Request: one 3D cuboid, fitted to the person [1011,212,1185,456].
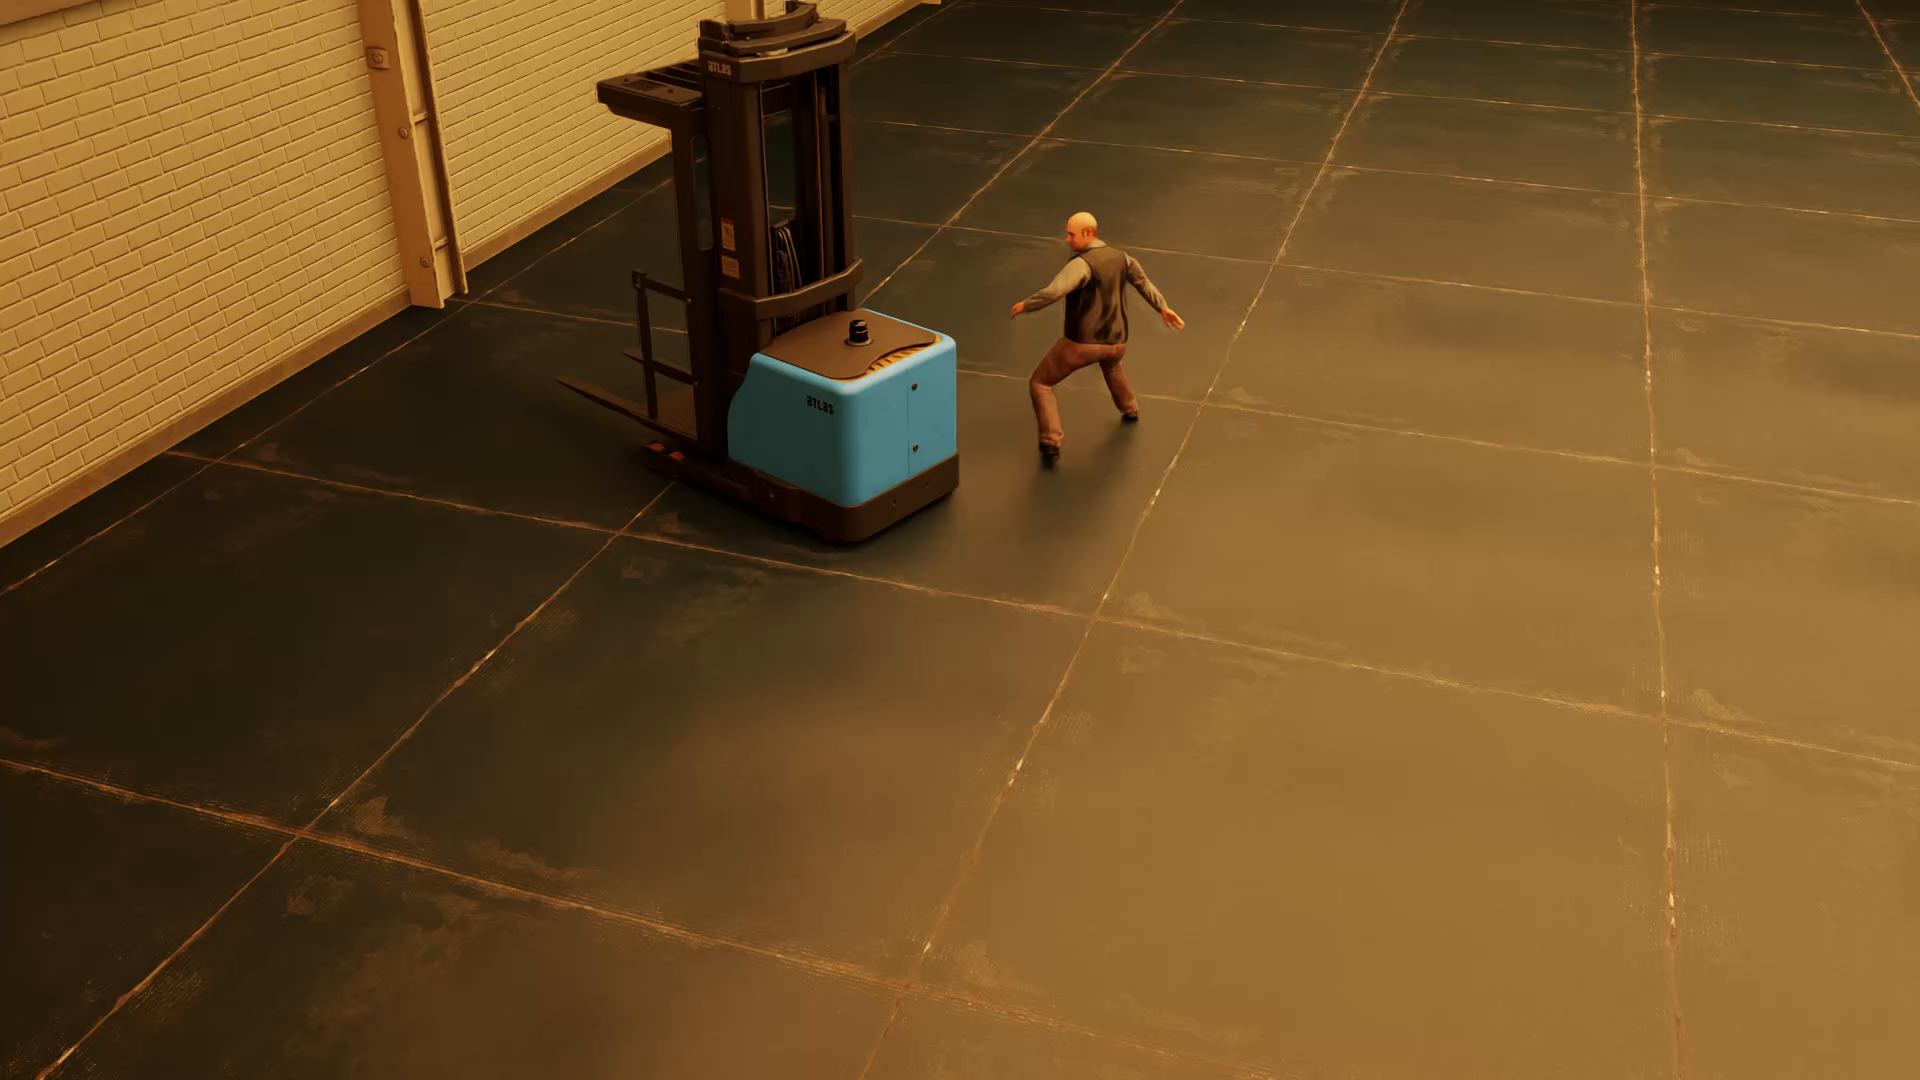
[{"bbox_3d":[0.896,-1.323,10.959,1.068,1.679,0.564,-17,34,-28],"label":"person"}]

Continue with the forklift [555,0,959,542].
[{"bbox_3d":[-1.460,-1.856,10.393,3.031,2.935,1.130,23,37,34],"label":"forklift"}]
